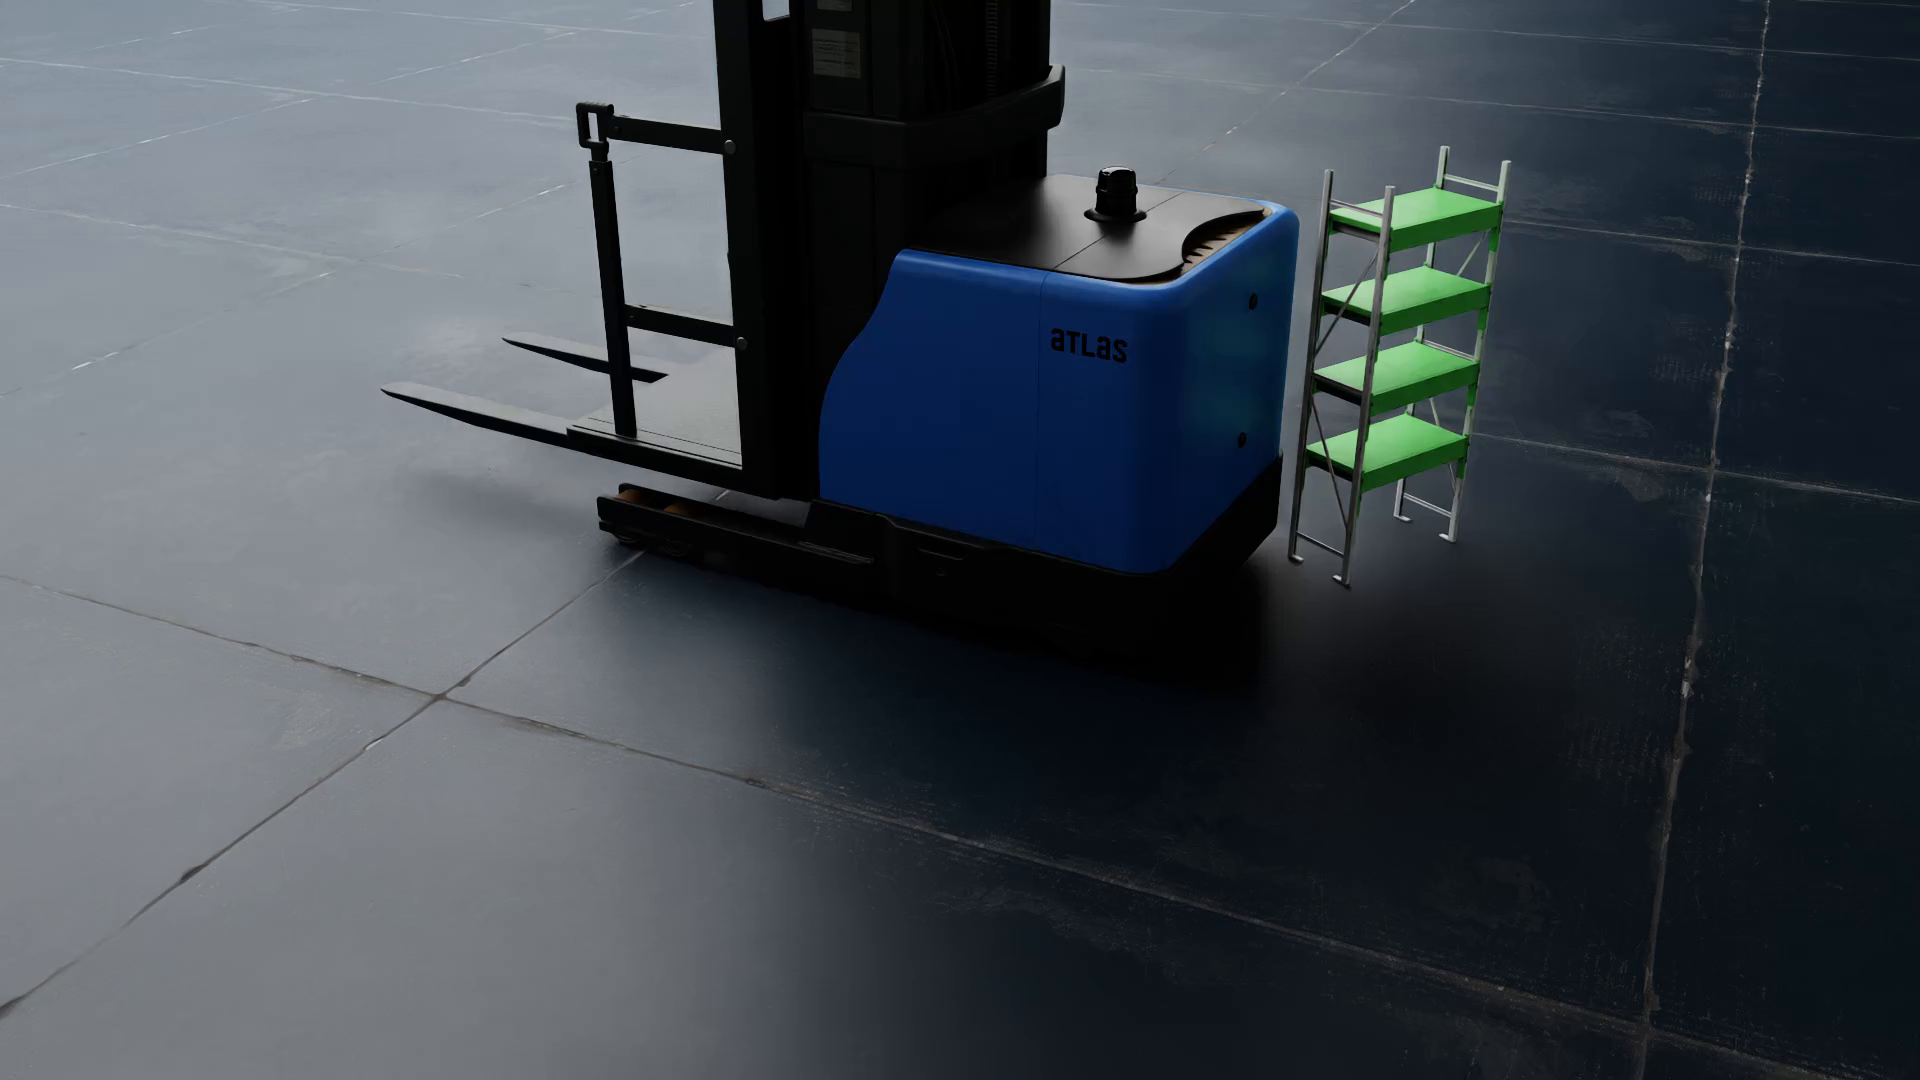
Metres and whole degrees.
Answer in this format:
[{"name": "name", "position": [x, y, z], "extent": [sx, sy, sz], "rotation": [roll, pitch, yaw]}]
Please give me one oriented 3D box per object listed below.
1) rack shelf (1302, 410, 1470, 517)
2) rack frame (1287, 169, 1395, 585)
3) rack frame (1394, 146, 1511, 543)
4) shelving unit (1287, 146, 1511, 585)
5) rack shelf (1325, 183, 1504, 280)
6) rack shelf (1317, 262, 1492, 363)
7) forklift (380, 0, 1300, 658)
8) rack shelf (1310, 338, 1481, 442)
[{"name": "rack shelf", "position": [1.288, -0.239, 5.065], "extent": [0.480, 0.148, 0.258], "rotation": [-18, 31, -32]}, {"name": "rack frame", "position": [1.090, -0.448, 4.802], "extent": [0.015, 1.200, 0.240], "rotation": [-18, 31, -32]}, {"name": "rack frame", "position": [1.486, -0.574, 5.058], "extent": [0.015, 1.200, 0.240], "rotation": [-18, 31, -32]}, {"name": "shelving unit", "position": [1.288, -0.511, 4.930], "extent": [0.503, 1.200, 0.258], "rotation": [-18, 31, -32]}, {"name": "rack shelf", "position": [1.288, -0.885, 4.746], "extent": [0.480, 0.148, 0.258], "rotation": [-18, 31, -32]}, {"name": "rack shelf", "position": [1.288, -0.669, 4.853], "extent": [0.480, 0.148, 0.258], "rotation": [-18, 31, -32]}, {"name": "forklift", "position": [-0.550, -1.450, 4.877], "extent": [3.031, 2.935, 1.130], "rotation": [14, 29, 26]}, {"name": "rack shelf", "position": [1.288, -0.454, 4.959], "extent": [0.480, 0.148, 0.258], "rotation": [-18, 31, -32]}]
